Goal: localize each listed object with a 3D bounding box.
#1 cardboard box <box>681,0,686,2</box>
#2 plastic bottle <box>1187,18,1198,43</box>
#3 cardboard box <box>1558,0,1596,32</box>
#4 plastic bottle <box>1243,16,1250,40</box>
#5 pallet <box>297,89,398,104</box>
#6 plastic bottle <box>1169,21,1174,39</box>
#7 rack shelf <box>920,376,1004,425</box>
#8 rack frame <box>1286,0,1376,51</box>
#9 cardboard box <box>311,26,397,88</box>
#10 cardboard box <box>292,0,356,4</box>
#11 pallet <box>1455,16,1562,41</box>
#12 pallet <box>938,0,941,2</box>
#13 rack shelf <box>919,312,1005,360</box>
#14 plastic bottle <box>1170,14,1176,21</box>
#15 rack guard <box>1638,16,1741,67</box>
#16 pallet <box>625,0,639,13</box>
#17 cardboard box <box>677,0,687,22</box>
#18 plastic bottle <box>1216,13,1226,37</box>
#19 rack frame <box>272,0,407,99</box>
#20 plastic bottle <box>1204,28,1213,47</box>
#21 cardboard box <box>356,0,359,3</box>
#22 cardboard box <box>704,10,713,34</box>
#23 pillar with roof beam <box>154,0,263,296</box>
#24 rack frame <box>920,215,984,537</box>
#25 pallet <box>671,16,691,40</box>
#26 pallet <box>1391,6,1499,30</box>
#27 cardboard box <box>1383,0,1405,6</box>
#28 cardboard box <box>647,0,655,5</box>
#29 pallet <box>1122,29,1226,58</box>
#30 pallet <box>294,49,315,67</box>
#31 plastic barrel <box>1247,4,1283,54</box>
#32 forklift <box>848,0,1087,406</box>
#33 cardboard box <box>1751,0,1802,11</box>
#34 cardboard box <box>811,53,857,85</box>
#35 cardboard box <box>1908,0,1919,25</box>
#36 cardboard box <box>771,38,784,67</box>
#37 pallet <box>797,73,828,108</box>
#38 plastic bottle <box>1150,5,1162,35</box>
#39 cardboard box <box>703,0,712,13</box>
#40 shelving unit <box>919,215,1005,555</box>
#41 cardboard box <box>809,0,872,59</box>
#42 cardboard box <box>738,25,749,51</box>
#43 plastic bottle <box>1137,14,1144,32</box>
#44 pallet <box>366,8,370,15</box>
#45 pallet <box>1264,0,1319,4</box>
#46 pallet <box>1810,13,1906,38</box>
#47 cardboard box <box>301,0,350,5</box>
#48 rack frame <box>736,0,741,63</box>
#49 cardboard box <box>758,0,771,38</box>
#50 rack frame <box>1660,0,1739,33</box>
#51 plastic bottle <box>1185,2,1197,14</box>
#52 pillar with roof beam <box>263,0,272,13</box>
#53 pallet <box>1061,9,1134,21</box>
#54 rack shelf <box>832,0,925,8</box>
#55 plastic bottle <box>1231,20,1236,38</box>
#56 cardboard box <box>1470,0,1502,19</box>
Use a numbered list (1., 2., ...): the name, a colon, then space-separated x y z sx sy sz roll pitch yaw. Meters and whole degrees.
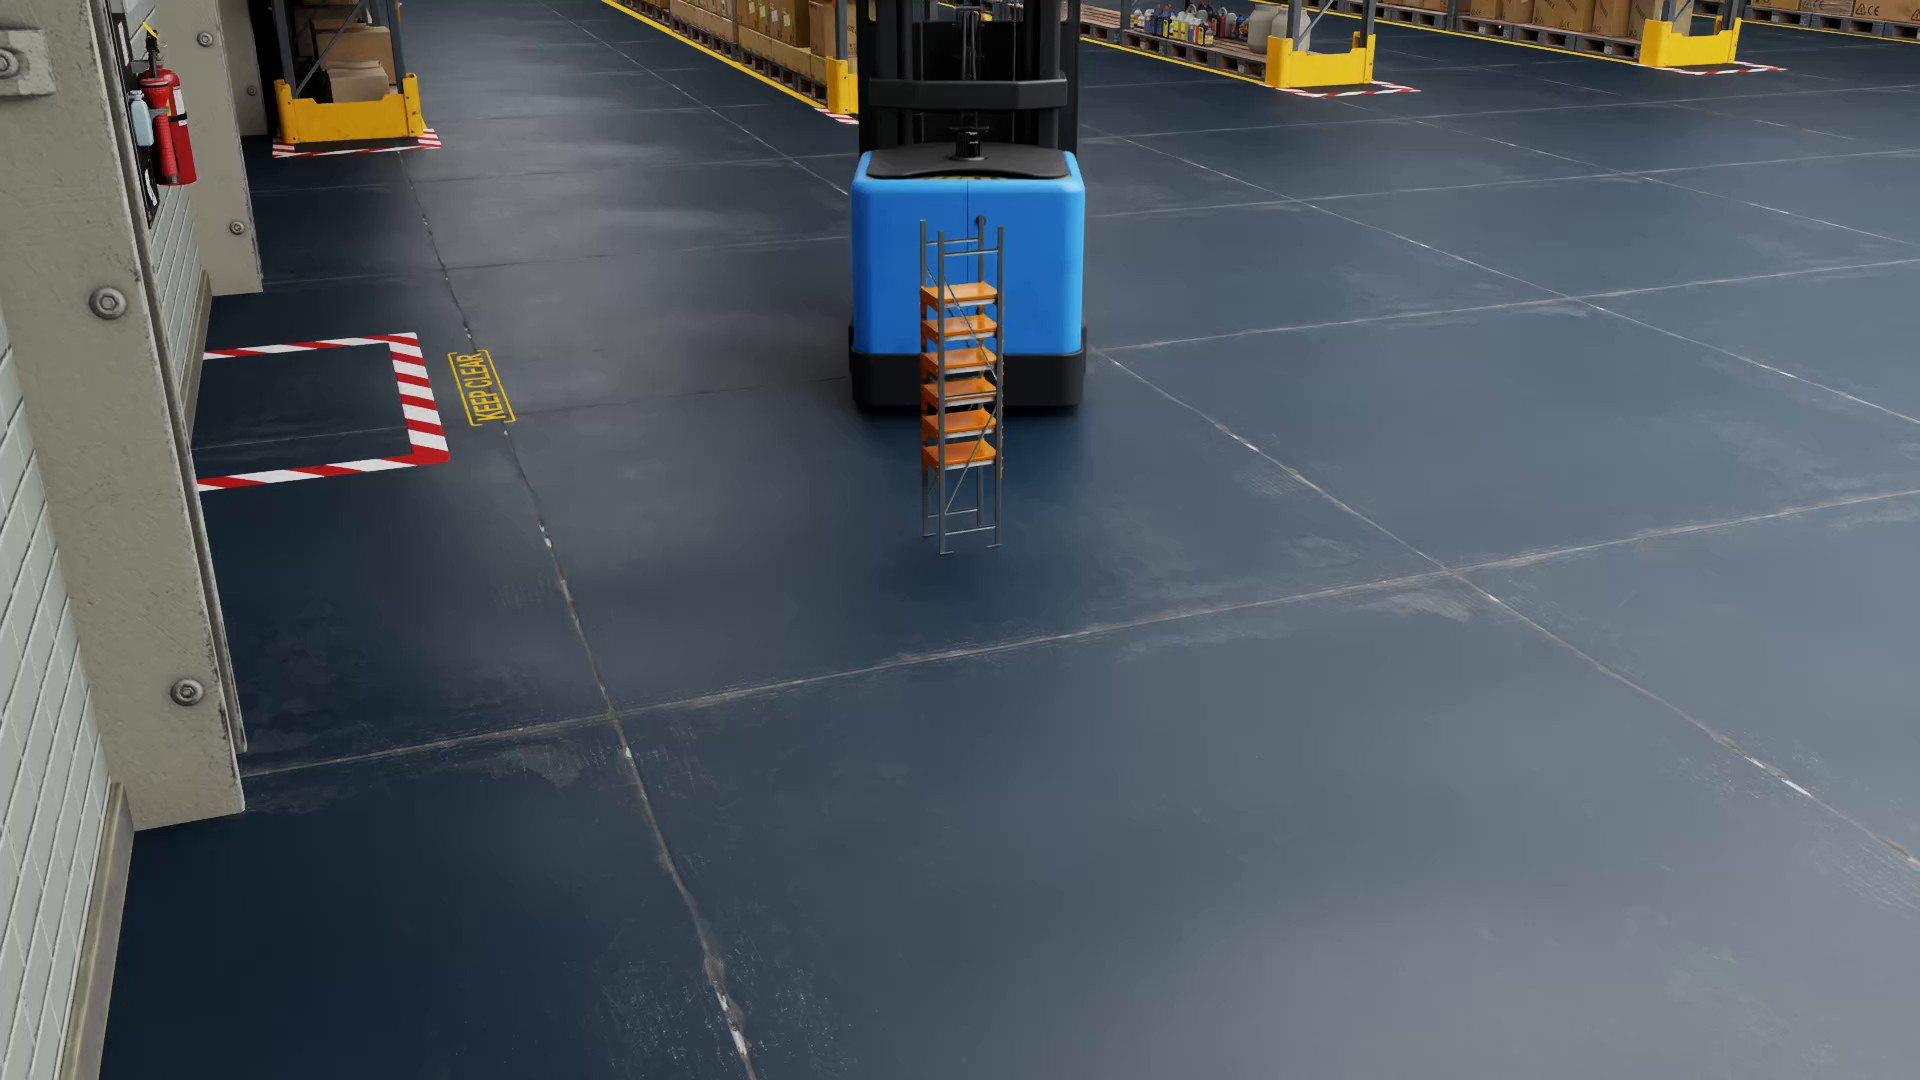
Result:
1. cardboard box: -3.426 -7.274 21.924 0.500 0.311 0.500 -9 24 -20
2. plastic bottle: 2.761 -5.982 19.520 0.152 0.276 0.135 -9 24 -20
3. cardboard box: 7.914 -6.674 20.901 0.500 0.500 0.500 -6 24 -14
4. plastic bottle: 3.427 -6.089 19.781 0.097 0.271 0.097 0 23 0
5. pallet: -5.617 -3.965 15.384 1.003 0.211 1.213 -8 24 -19
6. plastic bottle: 2.561 -6.123 19.951 0.097 0.201 0.097 0 23 0
7. rack shelf: 0.005 -0.507 6.022 0.258 0.103 0.180 -8 24 -19
8. rack frame: 3.932 -6.281 17.290 1.000 3.000 0.127 -8 24 -19
9. cardboard box: -5.910 -4.717 16.231 0.700 0.500 0.500 -10 25 -22
10. cardboard box: -7.397 -6.063 19.425 0.700 0.500 0.500 -8 24 -18
11. pallet: 7.423 -6.890 22.325 1.003 0.211 1.213 -8 24 -19
12. pallet: -0.074 -9.070 27.498 1.003 0.211 1.213 -8 24 -19
13. rack shelf: 0.005 -0.728 5.929 0.258 0.103 0.180 -8 24 -19
14. plastic bottle: 2.570 -6.213 20.075 0.097 0.271 0.097 0 23 0
15. rack guard: 8.539 -5.836 19.454 1.175 0.500 0.348 -8 24 -19
16. pallet: -4.620 -8.388 25.879 1.003 0.211 1.213 -8 24 -19
17. cardboard box: -3.441 -7.023 22.050 0.500 0.250 0.500 -9 24 -20
18. plastic bottle: 3.152 -6.230 20.099 0.061 0.283 0.133 -8 24 -19
19. rack frame: -5.336 -4.922 14.065 1.000 3.000 0.127 -8 24 -19
20. plastic bottle: 2.873 -5.802 19.189 0.097 0.201 0.097 0 23 0
21. cardboard box: -7.859 -6.625 20.758 0.700 0.500 0.500 -8 24 -18
22. cardboard box: -2.892 -6.463 20.723 0.500 0.250 0.500 -8 24 -18
23. pillar with roof beam: -0.246 -6.233 9.451 9.100 9.000 0.400 -8 24 -19
24. rack frame: -0.027 -0.581 6.083 0.240 1.200 0.006 -8 24 -19
25. pallet: -3.275 -6.920 22.397 1.003 0.211 1.213 -8 24 -19
26. pallet: 6.876 -7.412 23.563 1.003 0.211 1.213 -8 24 -19
27. cardboard box: 6.607 -8.070 24.187 0.700 0.500 0.500 -11 25 -24
28. cardboard box: -4.262 -8.056 24.154 0.500 0.500 0.500 -9 25 -21
29. pallet: 2.717 -6.200 20.688 1.003 0.211 1.213 -8 24 -19
30. pallet: -7.026 -5.373 18.726 1.003 0.211 1.213 -8 24 -19
31. plastic barrel: 3.451 -5.739 18.667 0.421 0.512 0.421 0 23 0
32. forklift: 0.041 -2.476 8.350 1.130 2.935 3.031 0 23 0
33. cardboard box: 11.985 -8.034 23.645 0.875 0.875 0.875 -8 24 -18
34. cardboard box: -1.169 -4.684 16.500 0.500 0.250 0.500 -8 24 -19
35. cardboard box: 12.940 -7.056 21.324 0.875 0.875 0.875 -8 24 -19
36. cardboard box: -1.710 -5.227 17.789 0.500 0.250 0.500 -8 24 -19
37. pallet: -1.013 -4.590 16.868 1.003 0.211 1.213 -8 24 -19
38. plastic bottle: 2.416 -6.366 20.337 0.144 0.351 0.185 -8 24 -18
39. cardboard box: -2.891 -6.719 20.606 0.500 0.311 0.500 -8 24 -19
40. shelving unit: 0.005 -0.548 6.004 0.258 1.200 0.189 -8 24 -19
41. cardboard box: -1.171 -5.029 16.353 0.500 0.500 0.500 -8 24 -19
42. cardboard box: -2.236 -5.773 19.084 0.500 0.250 0.500 -8 24 -19
43. plastic bottle: 2.257 -6.435 20.692 0.097 0.201 0.097 0 23 0
44. pallet: -8.798 -7.283 23.258 1.003 0.211 1.213 -8 24 -19
45. pallet: 5.532 -8.879 27.045 1.003 0.211 1.213 -8 24 -19
46. pallet: 12.459 -7.042 22.686 1.003 0.211 1.213 -8 24 -19
47. cardboard box: -7.184 -6.196 18.776 0.500 0.250 0.500 -9 24 -20
48. rack frame: -2.116 -7.056 19.130 1.000 3.000 0.127 -8 24 -19
49. cardboard box: -1.892 -5.753 18.073 0.500 0.500 0.500 -8 24 -19
50. rack frame: 8.566 -6.961 18.903 1.000 3.000 0.127 -8 24 -19
51. plastic bottle: 2.881 -6.502 20.660 0.144 0.351 0.185 -8 24 -19
52. pillar with roof beam: -6.604 -12.773 24.968 9.100 9.000 0.400 -8 24 -19
53. pallet: 1.771 -7.174 22.998 1.003 0.211 1.213 -8 24 -19
54. rack shelf: -1.410 -5.998 17.545 1.077 0.370 4.000 -8 24 -19
55. plastic bottle: 3.319 -6.167 20.057 0.097 0.201 0.097 0 23 0
56. cardboard box: 7.257 -7.305 22.397 0.500 0.500 0.500 -9 25 -21
